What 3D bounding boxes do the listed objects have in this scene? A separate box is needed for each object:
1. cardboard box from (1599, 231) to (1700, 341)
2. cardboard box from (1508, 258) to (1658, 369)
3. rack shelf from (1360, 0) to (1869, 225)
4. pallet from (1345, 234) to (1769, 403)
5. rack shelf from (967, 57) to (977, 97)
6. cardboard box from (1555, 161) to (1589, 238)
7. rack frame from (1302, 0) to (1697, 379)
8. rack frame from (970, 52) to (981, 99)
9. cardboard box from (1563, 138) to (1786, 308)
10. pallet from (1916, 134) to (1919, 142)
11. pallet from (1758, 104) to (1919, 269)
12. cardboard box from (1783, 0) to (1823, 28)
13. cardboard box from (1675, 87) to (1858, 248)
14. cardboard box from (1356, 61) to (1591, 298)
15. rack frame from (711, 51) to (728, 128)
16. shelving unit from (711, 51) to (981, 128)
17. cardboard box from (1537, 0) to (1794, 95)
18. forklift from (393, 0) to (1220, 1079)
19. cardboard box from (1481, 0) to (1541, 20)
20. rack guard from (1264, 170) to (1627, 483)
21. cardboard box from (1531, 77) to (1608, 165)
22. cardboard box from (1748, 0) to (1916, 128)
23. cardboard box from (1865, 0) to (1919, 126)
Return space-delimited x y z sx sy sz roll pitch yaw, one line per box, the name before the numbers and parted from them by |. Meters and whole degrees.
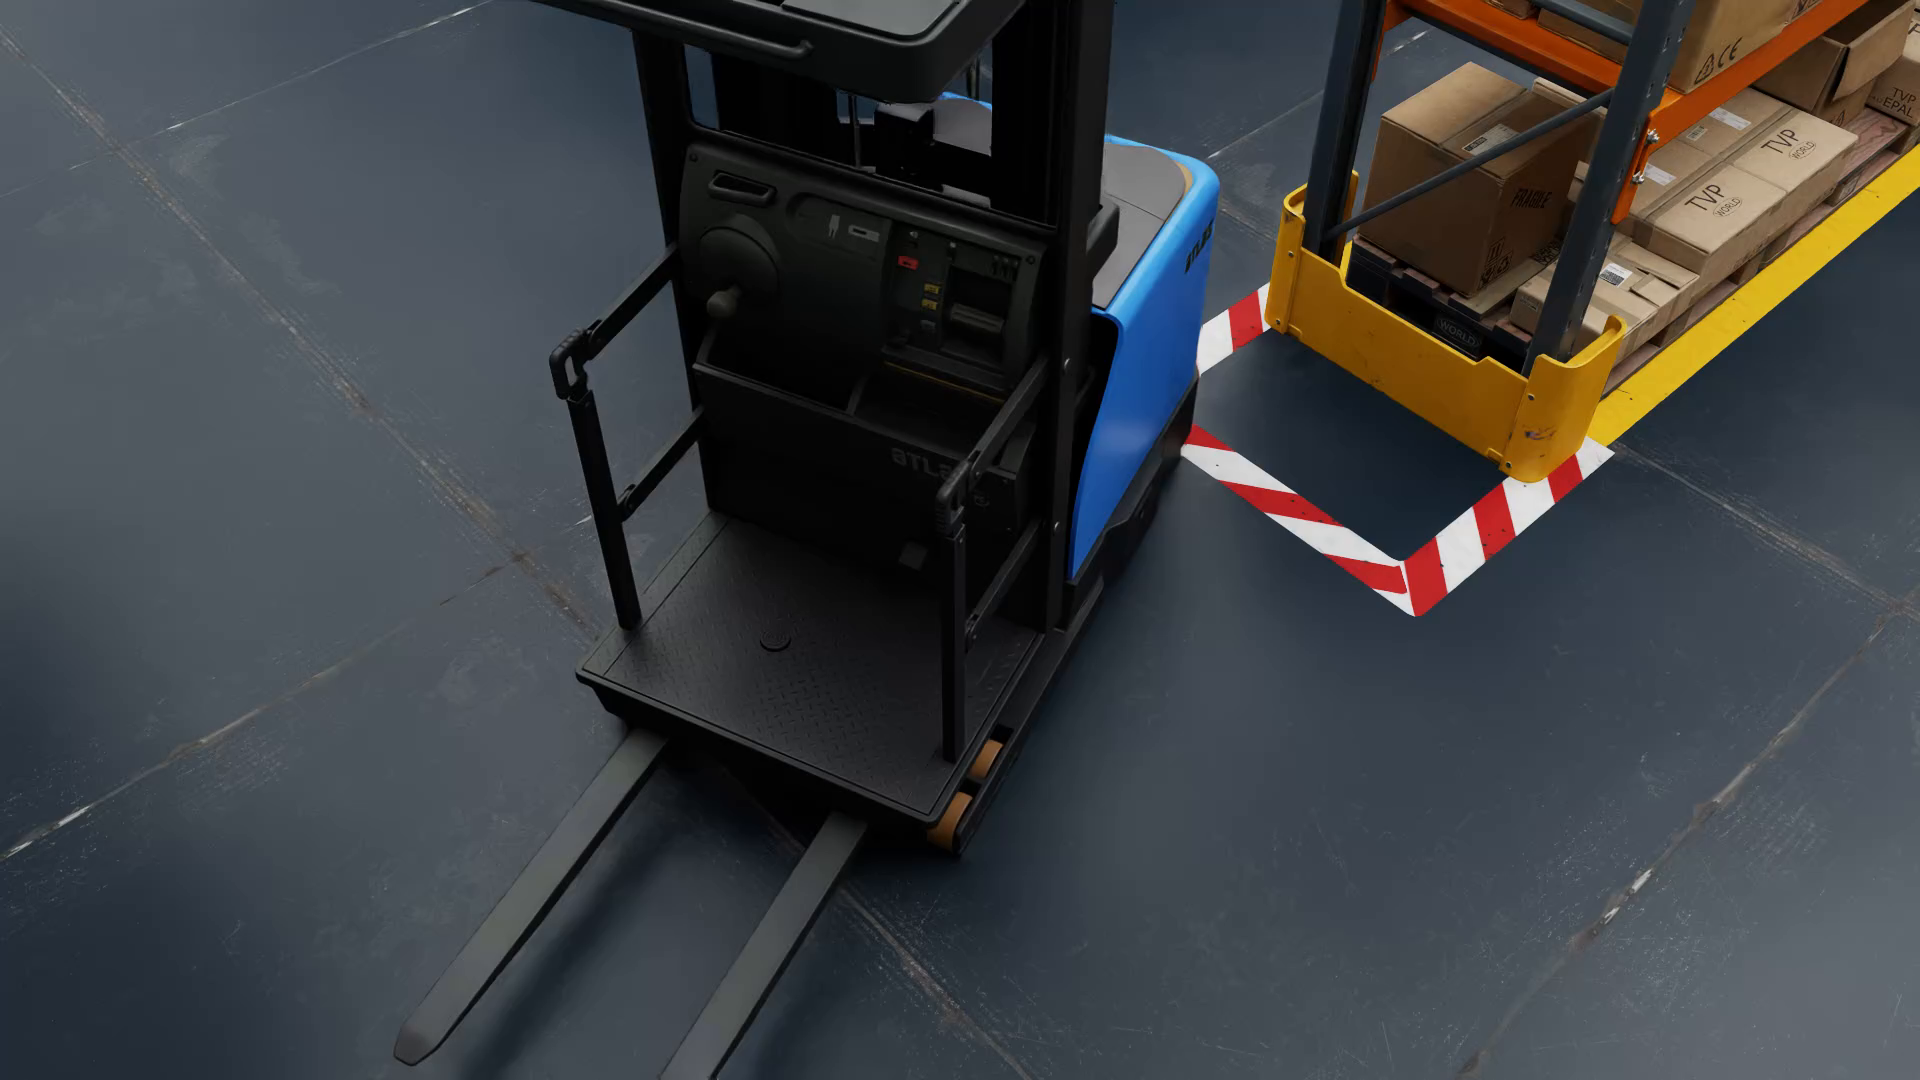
cardboard box | 2.258 -0.880 5.649 0.250 0.166 0.380 -34 56 -27
cardboard box | 2.073 -0.750 5.542 0.250 0.149 0.380 -34 56 -27
rack shelf | 3.011 -2.293 5.814 4.000 0.370 1.077 -34 56 -27
pallet | 2.177 -1.034 6.061 1.213 0.211 1.003 -34 56 -27
rack shelf | -0.359 -1.562 5.140 0.720 0.370 0.431 -17 49 -15
cardboard box | 2.128 -1.290 6.028 0.250 0.166 0.380 -34 56 -27
rack frame | 1.532 -1.548 4.637 0.127 3.000 1.000 -34 56 -27
rack frame | -0.020 -1.400 5.521 0.023 1.500 0.400 -17 49 -15
cardboard box | 2.495 -1.126 5.820 0.500 0.250 0.500 -34 56 -27
pallet | 3.982 -2.241 7.174 1.213 0.211 1.003 -34 56 -27
pallet | 3.079 -1.634 6.615 1.213 0.211 1.003 -34 56 -27
cardboard box | 2.415 -1.916 4.909 0.500 0.500 0.500 -34 56 -27
cardboard box | 2.865 -1.374 6.048 0.500 0.250 0.500 -34 56 -27
cardboard box | 1.768 -1.252 5.766 0.500 0.500 0.500 -34 56 -27
rack frame | -0.697 -1.195 5.332 0.023 1.500 0.400 -17 49 -15
shelving unit | -0.359 -1.297 5.426 0.755 1.500 0.431 -17 49 -15
cardboard box | 2.037 -1.658 4.671 0.500 0.500 0.500 -33 55 -26
forklift | -0.341 -0.538 3.752 1.130 2.935 3.031 20 50 18
cardboard box | 1.680 -1.951 4.941 0.500 0.500 0.500 -32 55 -26
rack guard | 1.588 -0.738 5.590 0.348 0.500 1.175 -34 56 -27
cardboard box | 2.491 -1.621 6.276 0.500 0.250 0.500 -34 56 -27
cardboard box | 3.105 -1.896 6.358 0.637 0.503 0.797 -34 56 -27
cardboard box | 3.706 -1.956 6.544 0.500 0.311 0.500 -34 56 -27
